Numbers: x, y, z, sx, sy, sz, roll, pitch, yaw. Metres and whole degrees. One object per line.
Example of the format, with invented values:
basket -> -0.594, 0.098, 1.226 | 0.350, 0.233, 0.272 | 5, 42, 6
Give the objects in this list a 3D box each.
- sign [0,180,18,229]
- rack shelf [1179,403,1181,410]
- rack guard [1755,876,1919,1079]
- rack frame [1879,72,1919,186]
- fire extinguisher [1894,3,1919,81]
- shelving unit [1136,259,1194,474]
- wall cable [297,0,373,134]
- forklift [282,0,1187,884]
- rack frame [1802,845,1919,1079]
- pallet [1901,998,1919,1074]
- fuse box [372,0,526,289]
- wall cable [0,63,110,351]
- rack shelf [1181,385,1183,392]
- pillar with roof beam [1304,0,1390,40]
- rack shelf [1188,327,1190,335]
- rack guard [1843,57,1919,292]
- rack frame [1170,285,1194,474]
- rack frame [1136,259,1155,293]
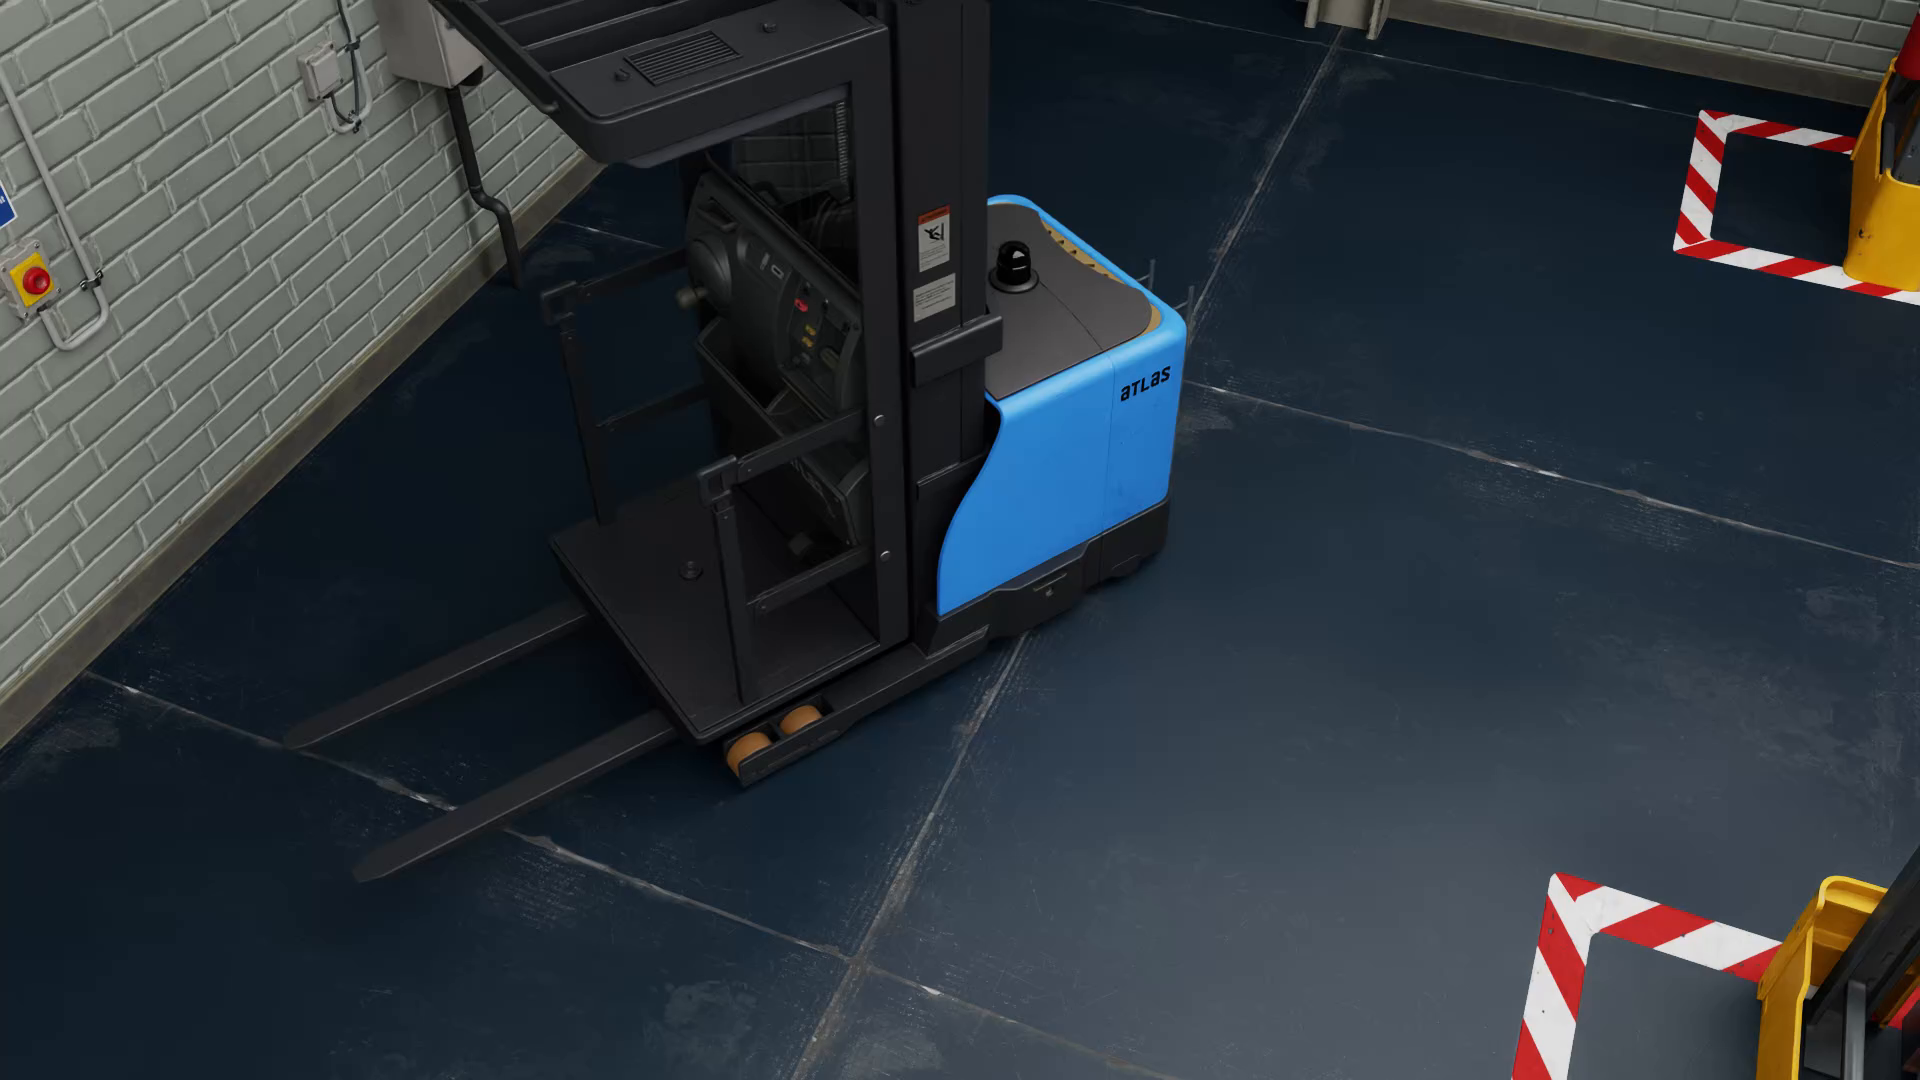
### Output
sign -> -2.939, -0.956, 4.893 | 0.001, 0.218, 0.327 | 16, 47, 16
rack shelf -> 0.669, -0.498, 6.287 | 0.258, 0.077, 0.200 | -29, 52, -26
rack guard -> 2.327, 1.520, 4.368 | 0.348, 0.500, 1.175 | 16, 47, 16
rack frame -> 4.257, -2.591, 6.728 | 0.127, 3.000, 1.000 | 16, 47, 16
fire extinguisher -> 3.943, -2.171, 6.624 | 0.183, 0.674, 0.296 | 16, 47, 16
shelving unit -> 0.669, -0.585, 6.200 | 0.258, 0.900, 0.210 | -29, 52, -26
wall cable -> -2.328, -2.162, 5.576 | 0.122, 1.984, 0.588 | 16, 47, 16
forklift -> -0.733, -0.674, 4.850 | 3.031, 2.935, 1.130 | -26, 51, -24
rack frame -> 2.349, 0.641, 3.479 | 0.127, 3.000, 1.000 | 16, 47, 16
pallet -> 3.117, 1.795, 4.296 | 1.213, 0.211, 1.003 | 16, 47, 16
fuse box -> -1.920, -1.746, 6.792 | 0.414, 1.711, 0.539 | 16, 47, 16
wall cable -> -2.864, -1.247, 4.634 | 0.123, 1.953, 0.585 | 16, 47, 16
rack shelf -> 0.669, -0.561, 6.224 | 0.258, 0.077, 0.200 | -29, 52, -26
pillar with roof beam -> 0.458, -3.235, 3.121 | 0.400, 9.000, 9.100 | 16, 47, 16
rack shelf -> 0.669, -0.753, 6.033 | 0.258, 0.077, 0.200 | -29, 52, -26
rack guard -> 4.327, -1.685, 7.589 | 0.348, 0.500, 1.175 | 16, 47, 16
rack frame -> 0.732, -0.529, 6.143 | 0.240, 0.900, 0.006 | -29, 52, -26
rack frame -> 0.607, -0.642, 6.257 | 0.240, 0.900, 0.006 | -29, 52, -26
